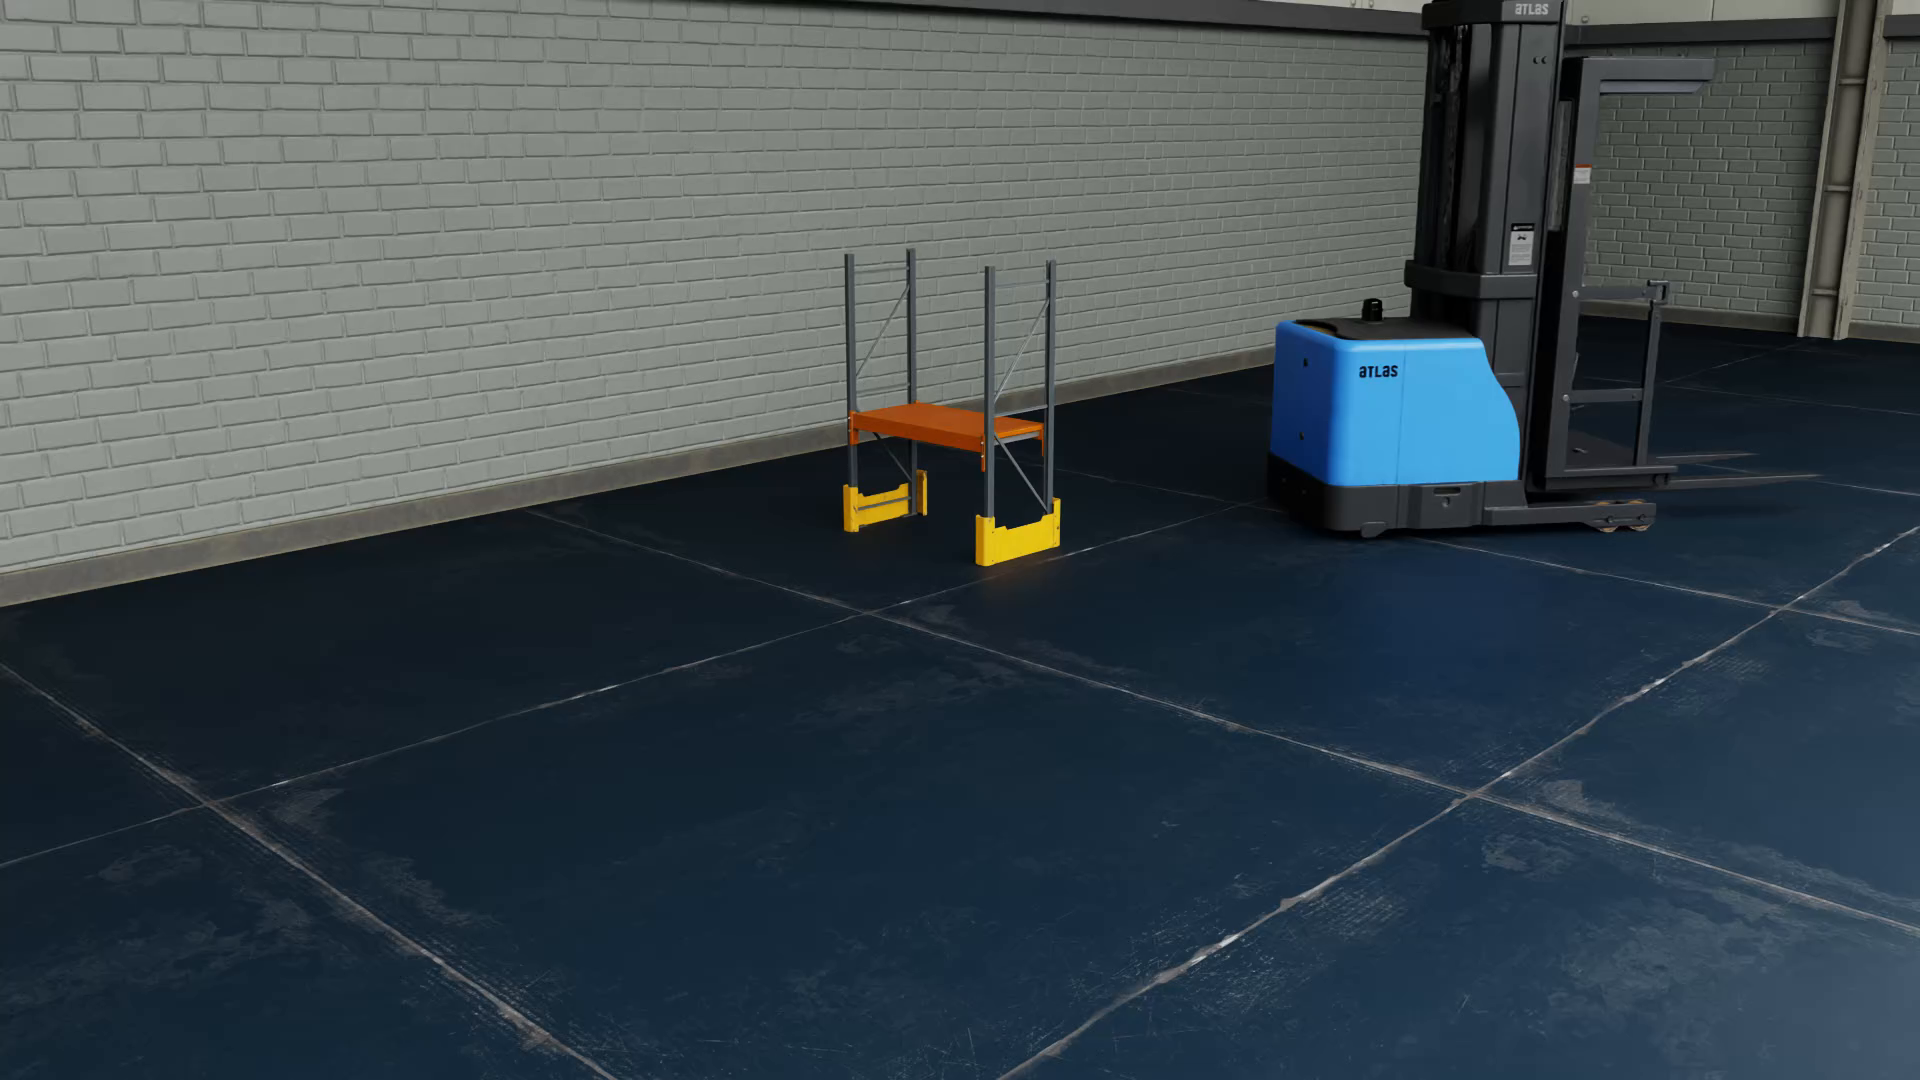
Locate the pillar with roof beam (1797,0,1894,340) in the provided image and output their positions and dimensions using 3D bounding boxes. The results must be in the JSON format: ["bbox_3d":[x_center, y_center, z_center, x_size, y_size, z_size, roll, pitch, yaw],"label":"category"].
[{"bbox_3d":[5.735,-5.629,12.688,0.400,9.000,9.100,14,20,42],"label":"pillar with roof beam"}]

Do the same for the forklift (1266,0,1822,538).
[{"bbox_3d":[3.356,-1.587,9.211,3.031,2.935,1.130,-3,15,-10],"label":"forklift"}]

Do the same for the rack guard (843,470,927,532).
[{"bbox_3d":[-0.413,-0.221,9.286,0.087,0.250,0.587,14,20,42],"label":"rack guard"}]

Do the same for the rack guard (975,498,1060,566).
[{"bbox_3d":[0.304,-0.047,8.617,0.087,0.250,0.587,14,20,42],"label":"rack guard"}]

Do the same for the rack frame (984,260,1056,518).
[{"bbox_3d":[0.305,-0.652,8.459,0.032,1.500,0.500,14,20,42],"label":"rack frame"}]

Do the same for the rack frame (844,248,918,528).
[{"bbox_3d":[-0.427,-0.830,9.142,0.032,1.500,0.500,14,20,42],"label":"rack frame"}]

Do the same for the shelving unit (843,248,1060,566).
[{"bbox_3d":[-0.055,-0.739,8.794,1.083,1.500,0.587,14,20,42],"label":"shelving unit"}]

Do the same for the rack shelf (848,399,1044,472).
[{"bbox_3d":[-0.061,-0.567,8.846,1.000,0.185,0.538,14,20,42],"label":"rack shelf"}]
